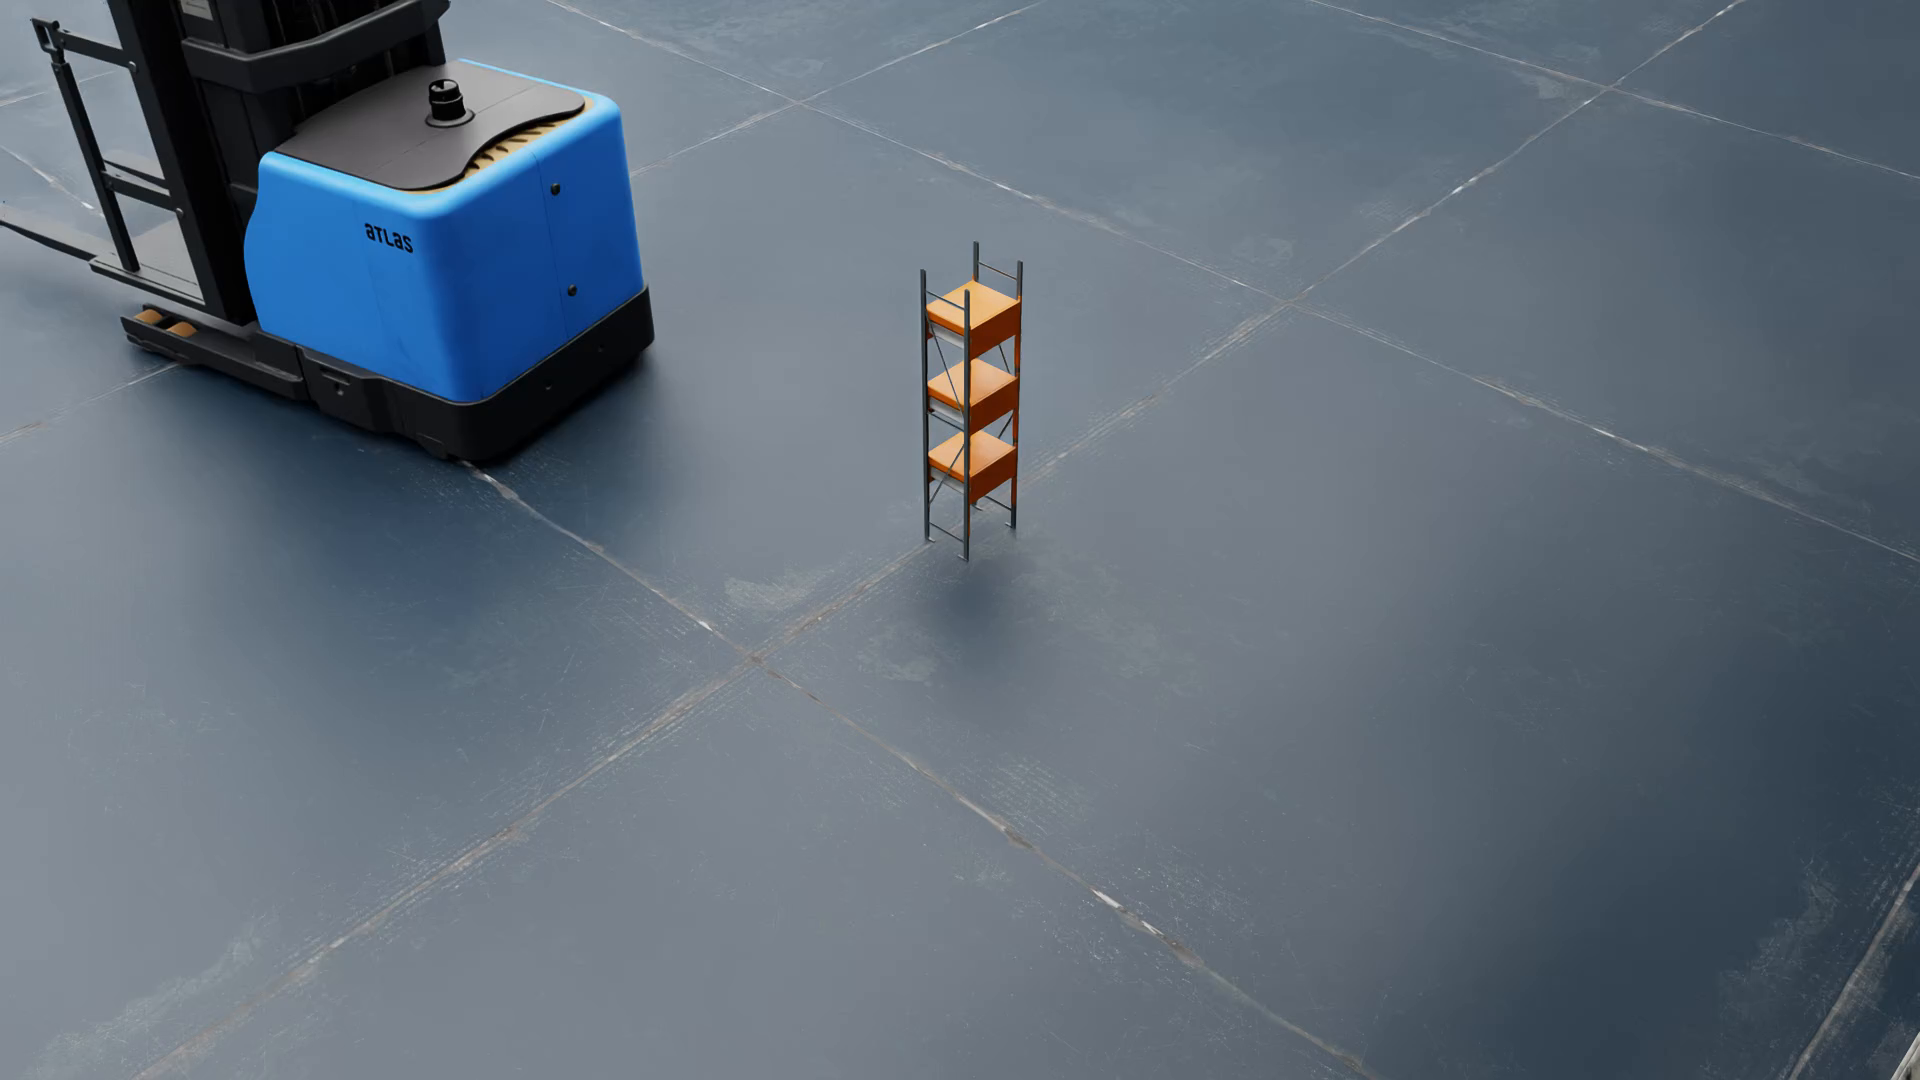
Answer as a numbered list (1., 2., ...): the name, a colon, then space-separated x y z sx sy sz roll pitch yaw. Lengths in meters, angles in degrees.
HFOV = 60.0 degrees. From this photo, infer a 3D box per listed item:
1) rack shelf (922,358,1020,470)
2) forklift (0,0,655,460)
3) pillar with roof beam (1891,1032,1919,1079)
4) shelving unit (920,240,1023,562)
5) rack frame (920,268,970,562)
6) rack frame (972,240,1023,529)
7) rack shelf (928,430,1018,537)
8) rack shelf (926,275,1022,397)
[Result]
1. rack shelf: 0.036 -0.427 5.450 0.215 0.259 0.240 30 47 32
2. forklift: -2.754 -2.106 6.033 3.031 2.935 1.130 20 43 23
3. pillar with roof beam: -1.372 -3.556 2.982 9.100 9.000 0.400 30 47 32
4. shelving unit: 0.036 -0.436 5.444 0.215 1.050 0.252 30 47 32
5. rack frame: -0.046 -0.379 5.373 0.200 1.050 0.008 30 47 32
6. rack frame: 0.118 -0.492 5.514 0.200 1.050 0.008 30 47 32
7. rack shelf: 0.036 -0.210 5.623 0.215 0.259 0.240 30 47 32
8. rack shelf: 0.036 -0.649 5.274 0.215 0.259 0.240 30 47 32
